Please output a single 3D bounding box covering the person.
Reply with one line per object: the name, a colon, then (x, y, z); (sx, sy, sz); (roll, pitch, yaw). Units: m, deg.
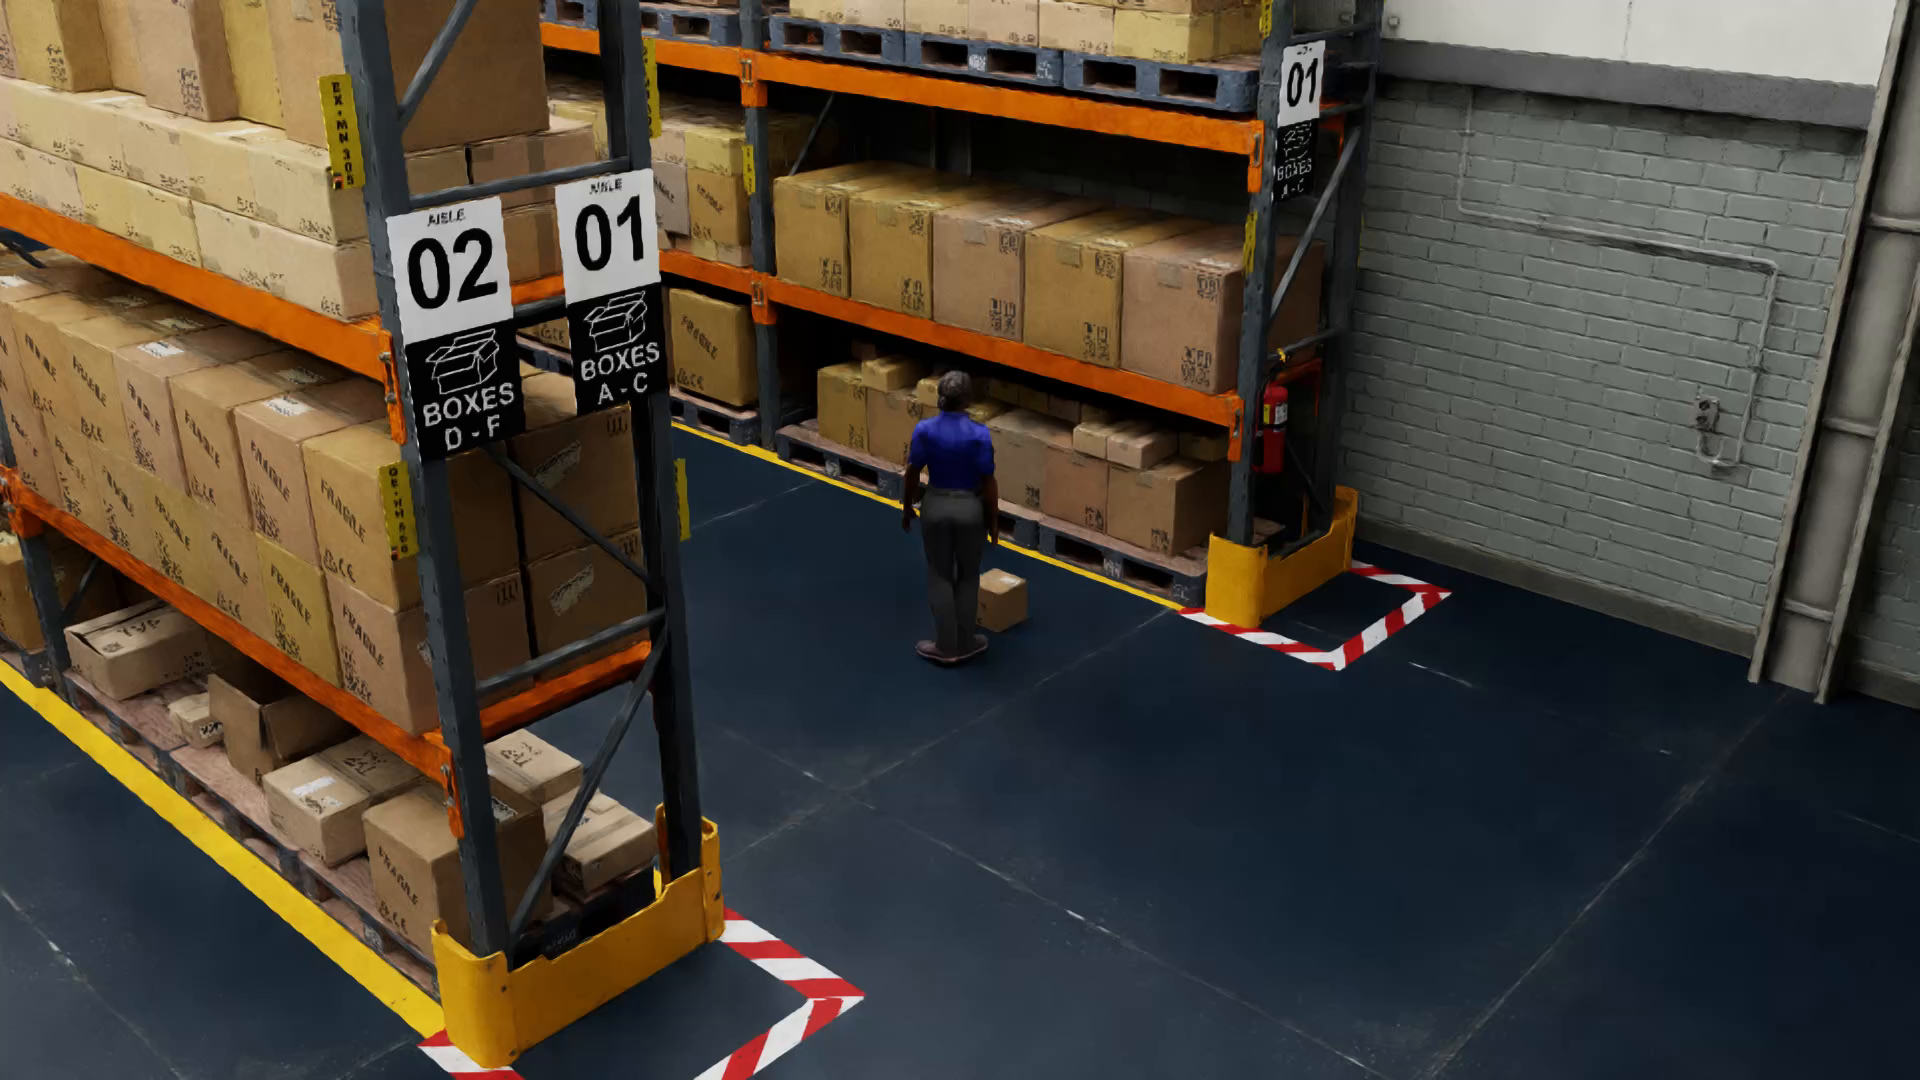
person: (-0.054, -0.132, 8.876); (0.537, 1.657, 0.353); (4, 24, 8)
